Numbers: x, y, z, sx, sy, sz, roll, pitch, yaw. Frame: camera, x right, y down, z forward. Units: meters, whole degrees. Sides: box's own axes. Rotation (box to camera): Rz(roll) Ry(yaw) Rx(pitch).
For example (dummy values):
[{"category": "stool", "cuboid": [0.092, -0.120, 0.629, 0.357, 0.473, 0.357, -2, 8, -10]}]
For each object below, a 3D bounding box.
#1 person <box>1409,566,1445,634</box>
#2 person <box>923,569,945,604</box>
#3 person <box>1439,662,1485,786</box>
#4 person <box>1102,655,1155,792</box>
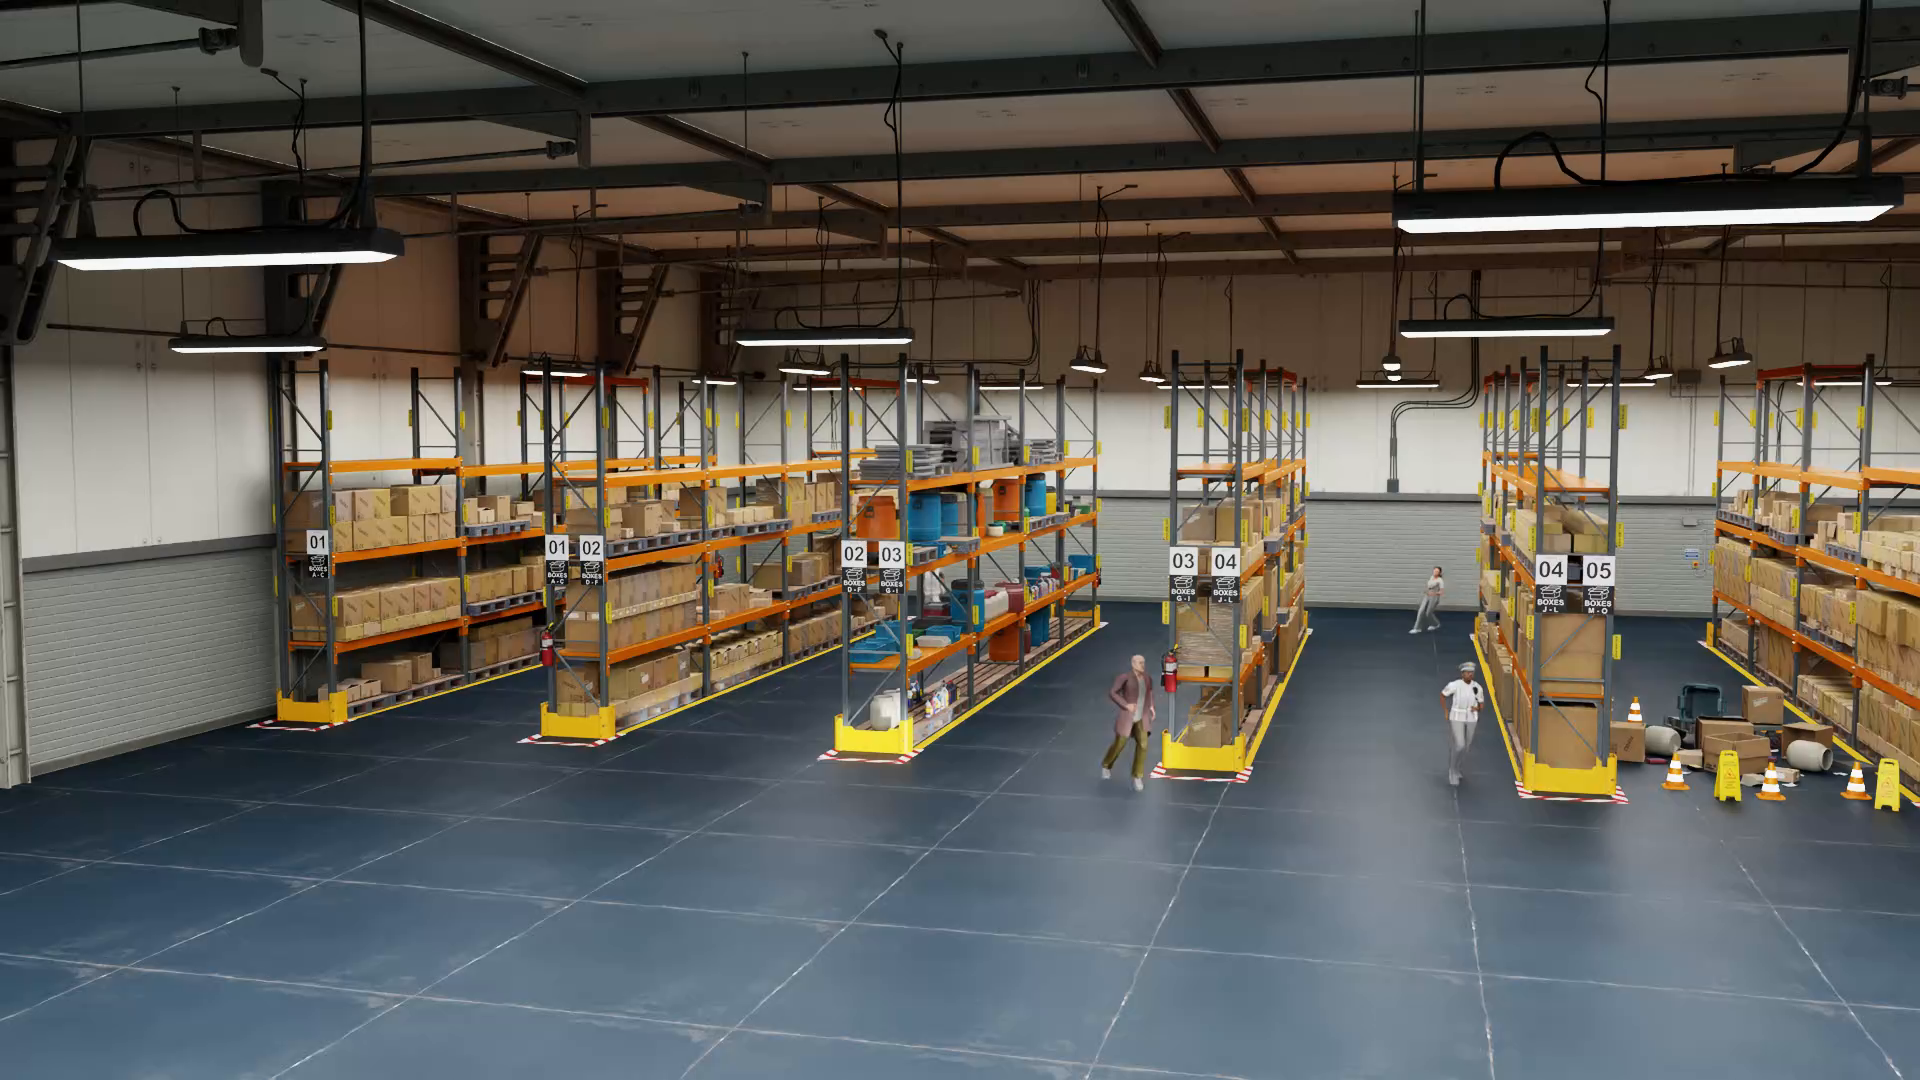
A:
[{"category": "person", "cuboid": [11.069, 1.402, 38.943, 0.823, 1.612, 0.687, -2, 5, -30]}, {"category": "person", "cuboid": [-0.666, 1.299, 39.125, 0.634, 1.786, 0.961, 0, 4, 2]}, {"category": "person", "cuboid": [6.955, 2.531, 22.970, 0.557, 1.721, 0.639, 0, 4, -2]}, {"category": "person", "cuboid": [2.403, 2.478, 22.882, 0.762, 1.794, 0.943, -2, 4, -21]}]
